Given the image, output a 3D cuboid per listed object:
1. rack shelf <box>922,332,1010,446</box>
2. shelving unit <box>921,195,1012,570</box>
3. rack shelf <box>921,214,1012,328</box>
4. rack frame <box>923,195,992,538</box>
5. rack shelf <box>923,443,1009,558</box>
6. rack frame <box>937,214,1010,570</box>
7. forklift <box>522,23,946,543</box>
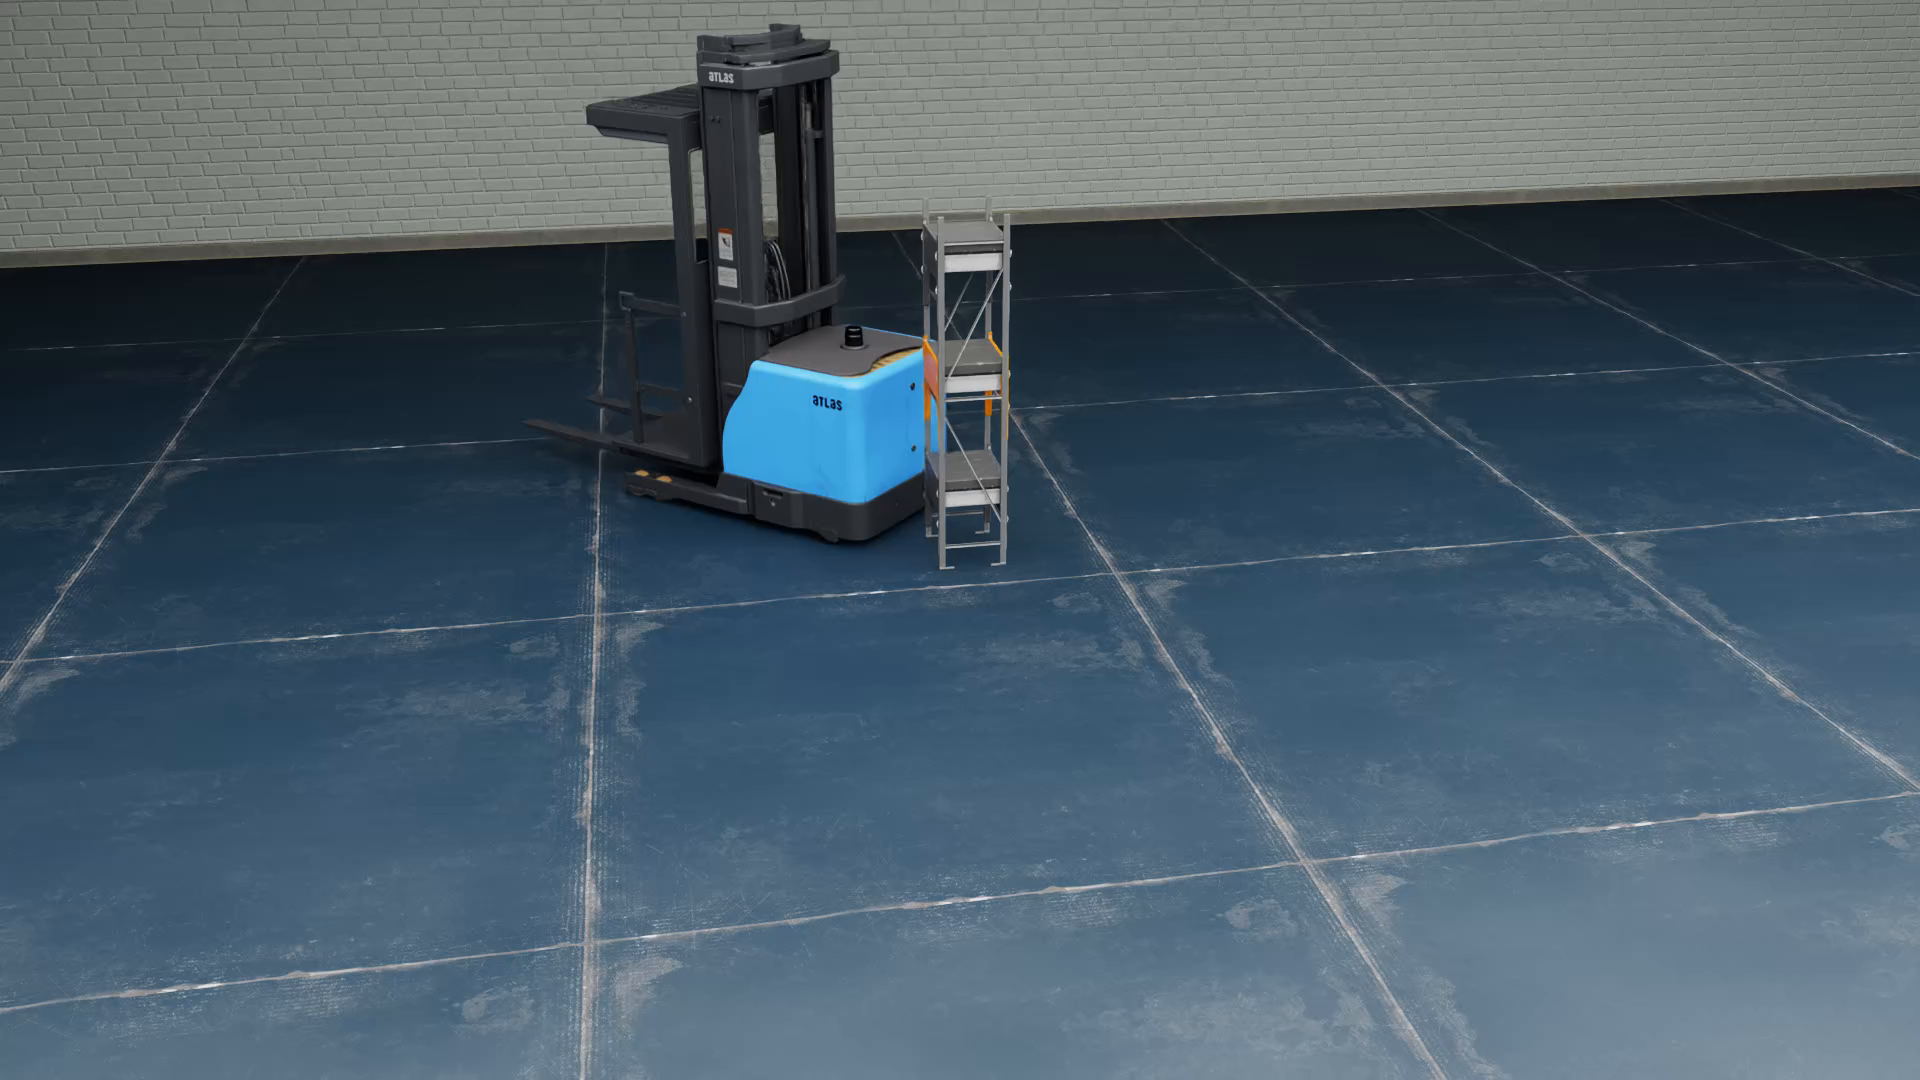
[{"bbox_3d":[0.031,-0.885,9.686,0.431,0.518,0.480,-4,24,-10],"label":"rack shelf"},{"bbox_3d":[0.031,-0.897,9.681,0.431,2.100,0.503,-4,24,-10],"label":"shelving unit"},{"bbox_3d":[0.031,-1.526,9.406,0.431,0.518,0.480,-4,24,-10],"label":"rack shelf"},{"bbox_3d":[-0.015,-0.993,9.900,0.400,2.100,0.015,-4,24,-10],"label":"rack frame"},{"bbox_3d":[0.031,-0.243,9.966,0.431,0.518,0.480,-4,24,-10],"label":"rack shelf"},{"bbox_3d":[0.076,-0.801,9.461,0.400,2.100,0.015,-4,24,-10],"label":"rack frame"},{"bbox_3d":[-1.595,-1.754,10.605,3.031,2.935,1.130,14,27,29],"label":"forklift"}]
